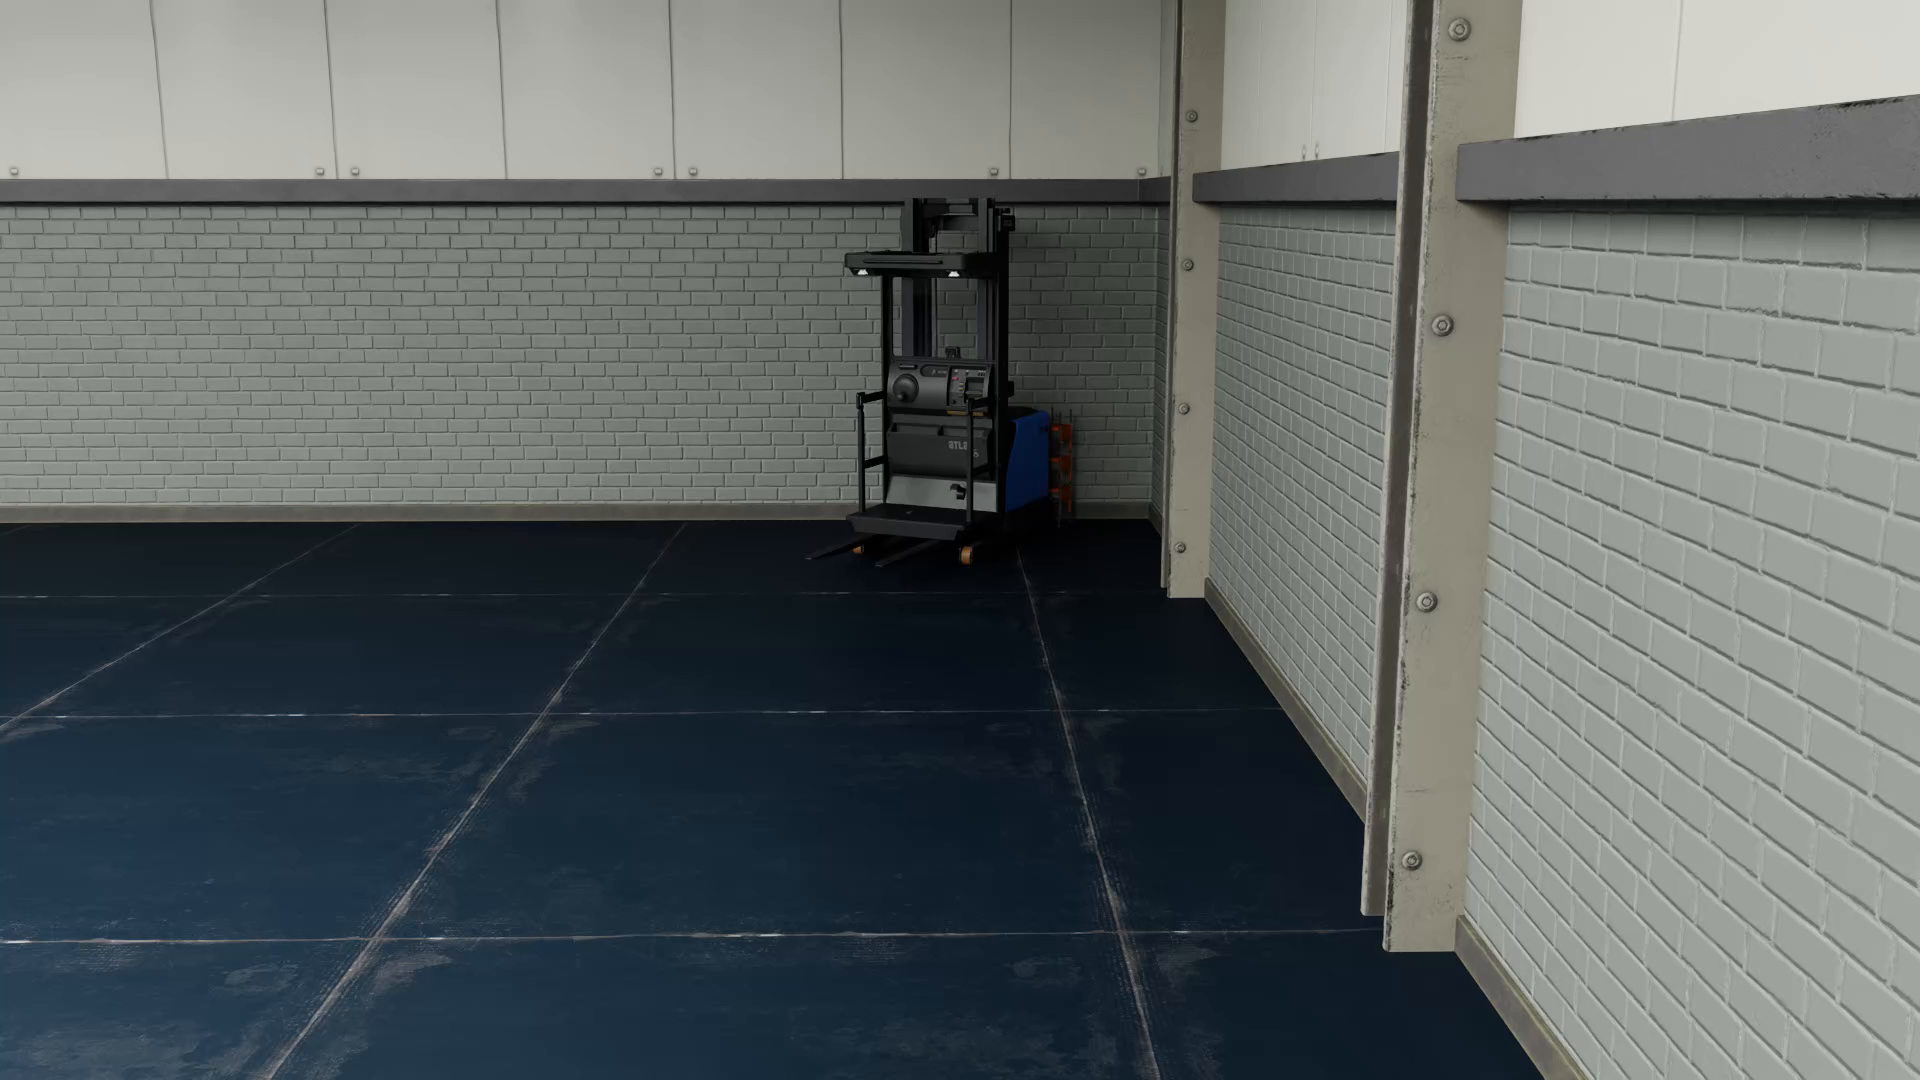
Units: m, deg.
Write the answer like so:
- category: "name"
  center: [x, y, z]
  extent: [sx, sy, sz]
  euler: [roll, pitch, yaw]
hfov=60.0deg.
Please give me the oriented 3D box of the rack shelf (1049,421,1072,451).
- category: "rack shelf"
  center: [0.875, -0.931, 15.132]
  extent: [0.215, 0.259, 0.240]
  euler: [6, 13, 26]

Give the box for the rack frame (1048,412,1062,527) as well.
- category: "rack frame"
  center: [0.821, -0.641, 15.079]
  extent: [0.200, 1.050, 0.008]
  euler: [6, 13, 26]

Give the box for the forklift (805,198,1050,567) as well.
- category: "forklift"
  center: [-0.259, -1.324, 13.713]
  extent: [1.130, 2.935, 3.031]
  euler: [5, 13, 24]

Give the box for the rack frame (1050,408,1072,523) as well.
- category: "rack frame"
  center: [0.929, -0.685, 15.293]
  extent: [0.200, 1.050, 0.008]
  euler: [6, 13, 26]

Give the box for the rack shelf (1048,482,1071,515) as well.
- category: "rack shelf"
  center: [0.875, -0.380, 15.243]
  extent: [0.215, 0.259, 0.240]
  euler: [6, 13, 26]

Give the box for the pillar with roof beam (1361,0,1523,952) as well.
- category: "pillar with roof beam"
  center: [-2.474, -2.809, 5.772]
  extent: [9.100, 9.000, 0.400]
  euler: [0, 11, -1]

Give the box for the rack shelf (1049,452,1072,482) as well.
- category: "rack shelf"
  center: [0.875, -0.653, 15.188]
  extent: [0.215, 0.259, 0.240]
  euler: [6, 13, 26]

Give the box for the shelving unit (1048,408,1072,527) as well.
- category: "shelving unit"
  center: [0.875, -0.663, 15.186]
  extent: [0.215, 1.050, 0.252]
  euler: [6, 13, 26]

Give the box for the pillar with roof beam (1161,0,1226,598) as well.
- category: "pillar with roof beam"
  center: [-2.598, -4.002, 11.651]
  extent: [9.100, 9.000, 0.400]
  euler: [0, 11, -1]
